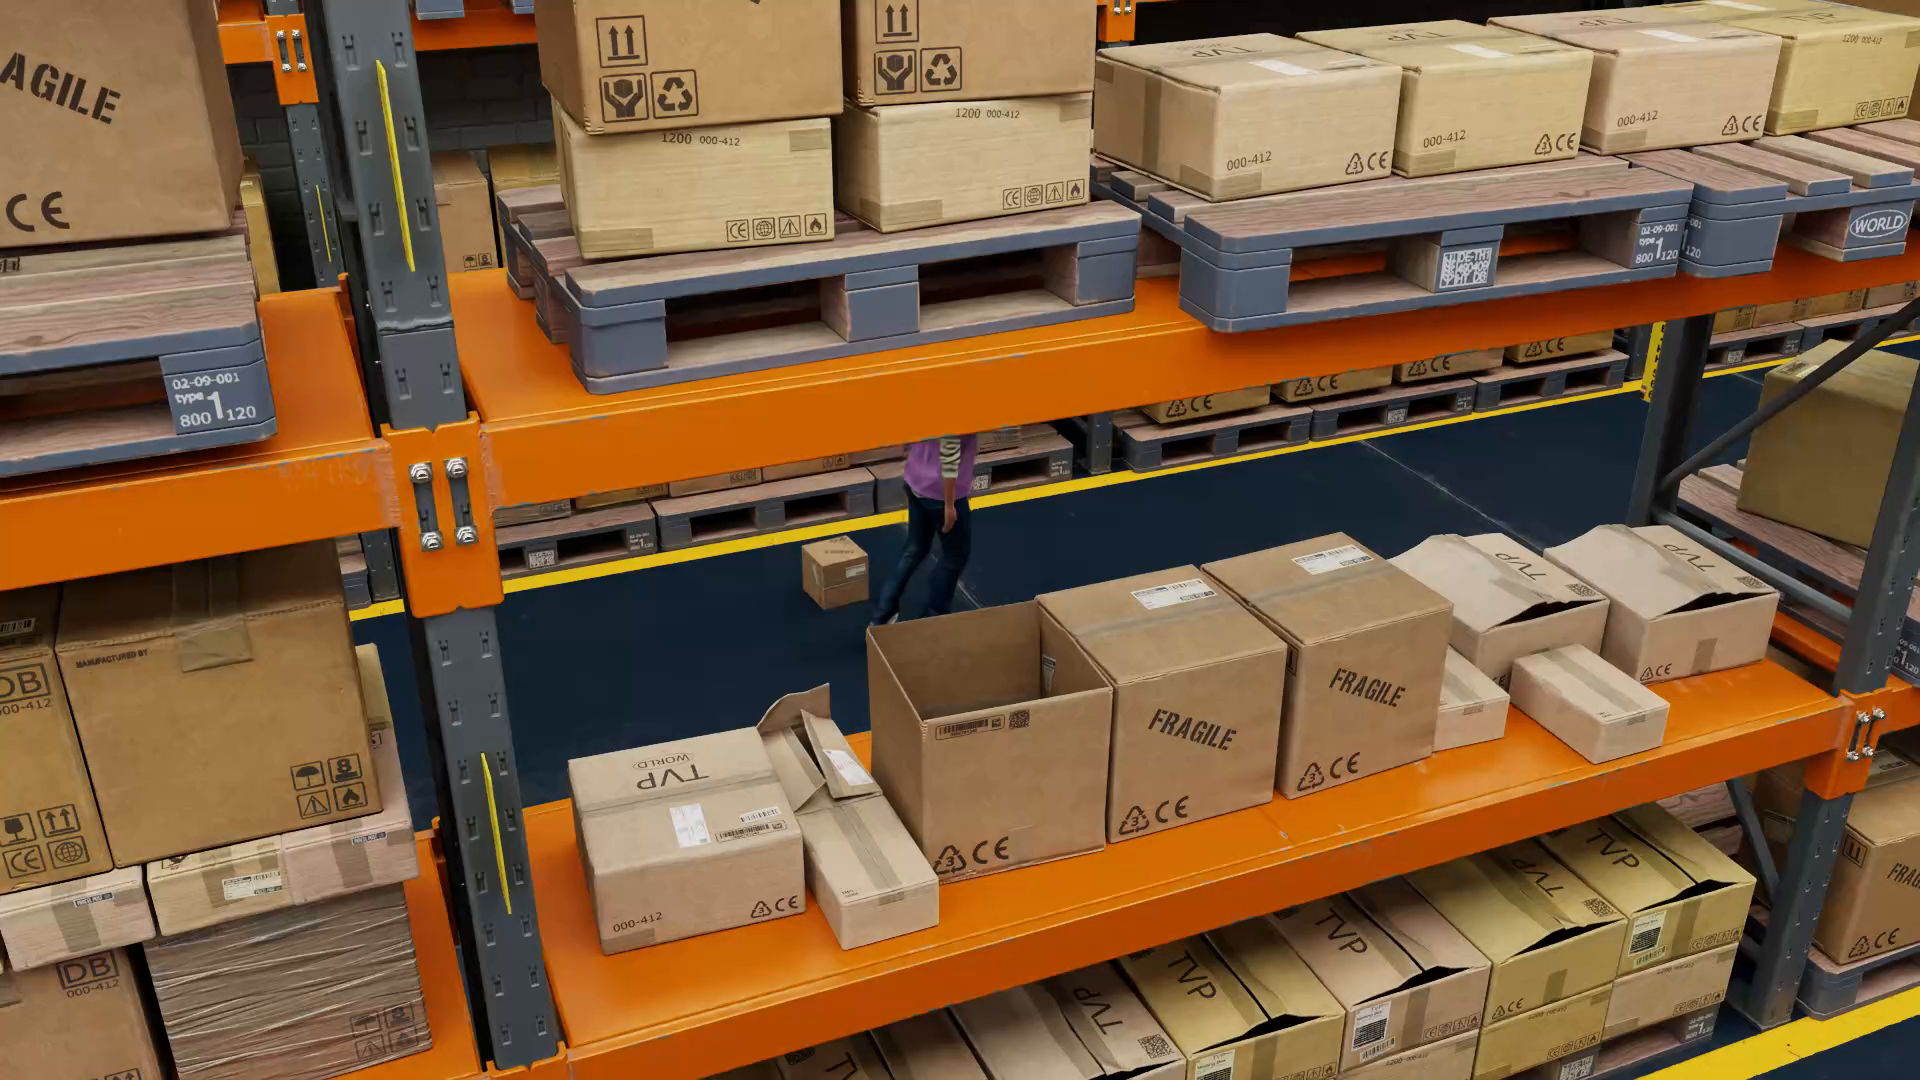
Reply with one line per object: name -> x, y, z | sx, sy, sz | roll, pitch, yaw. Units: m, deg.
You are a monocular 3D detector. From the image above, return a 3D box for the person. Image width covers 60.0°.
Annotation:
person -> -0.169, -0.230, 7.591 | 0.512, 1.583, 0.475 | -12, 29, -22
